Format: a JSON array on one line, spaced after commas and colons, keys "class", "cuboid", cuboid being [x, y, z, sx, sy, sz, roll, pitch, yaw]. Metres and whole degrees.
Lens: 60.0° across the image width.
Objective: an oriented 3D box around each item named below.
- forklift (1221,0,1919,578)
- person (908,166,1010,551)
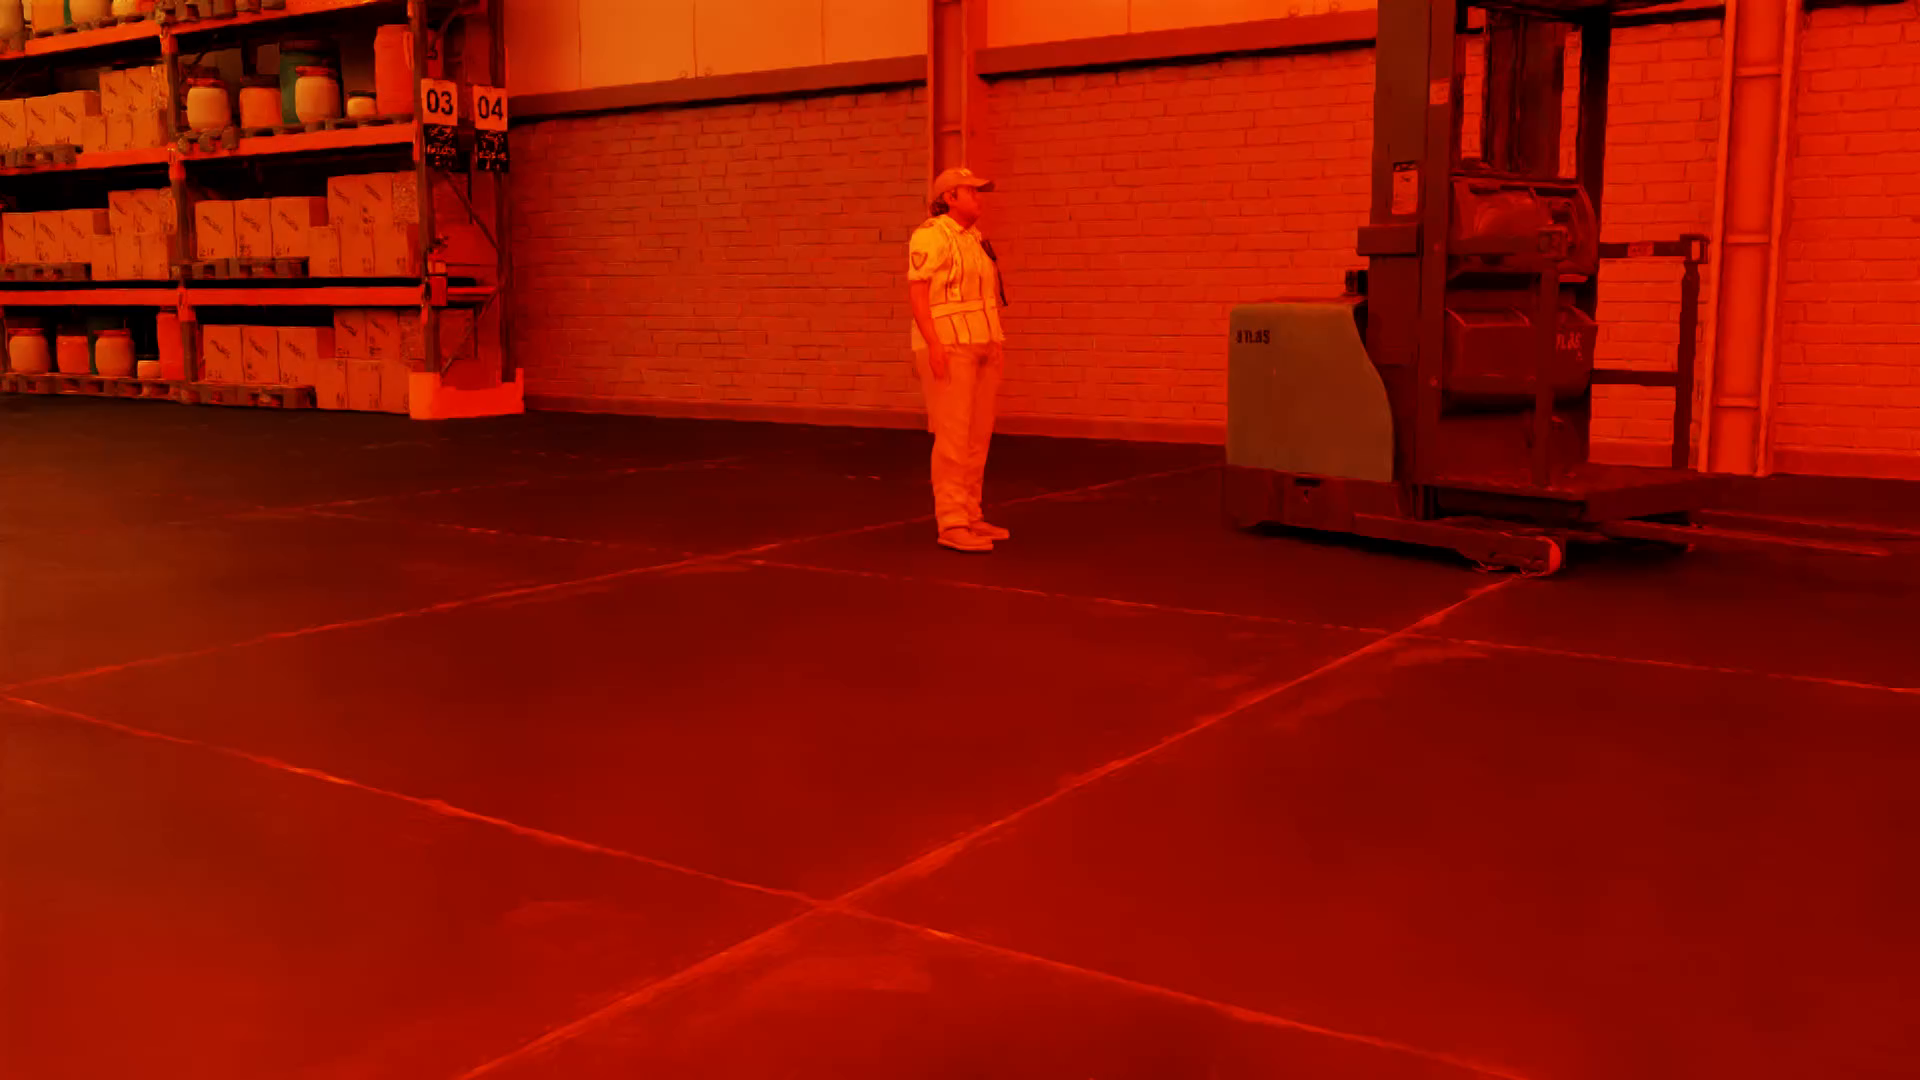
[{"class": "forklift", "cuboid": [2.526, -1.379, 6.892, 1.130, 2.935, 3.031, -6, 10, -36]}, {"class": "person", "cuboid": [0.051, -0.824, 7.424, 0.529, 1.669, 0.598, 5, 10, 34]}]
